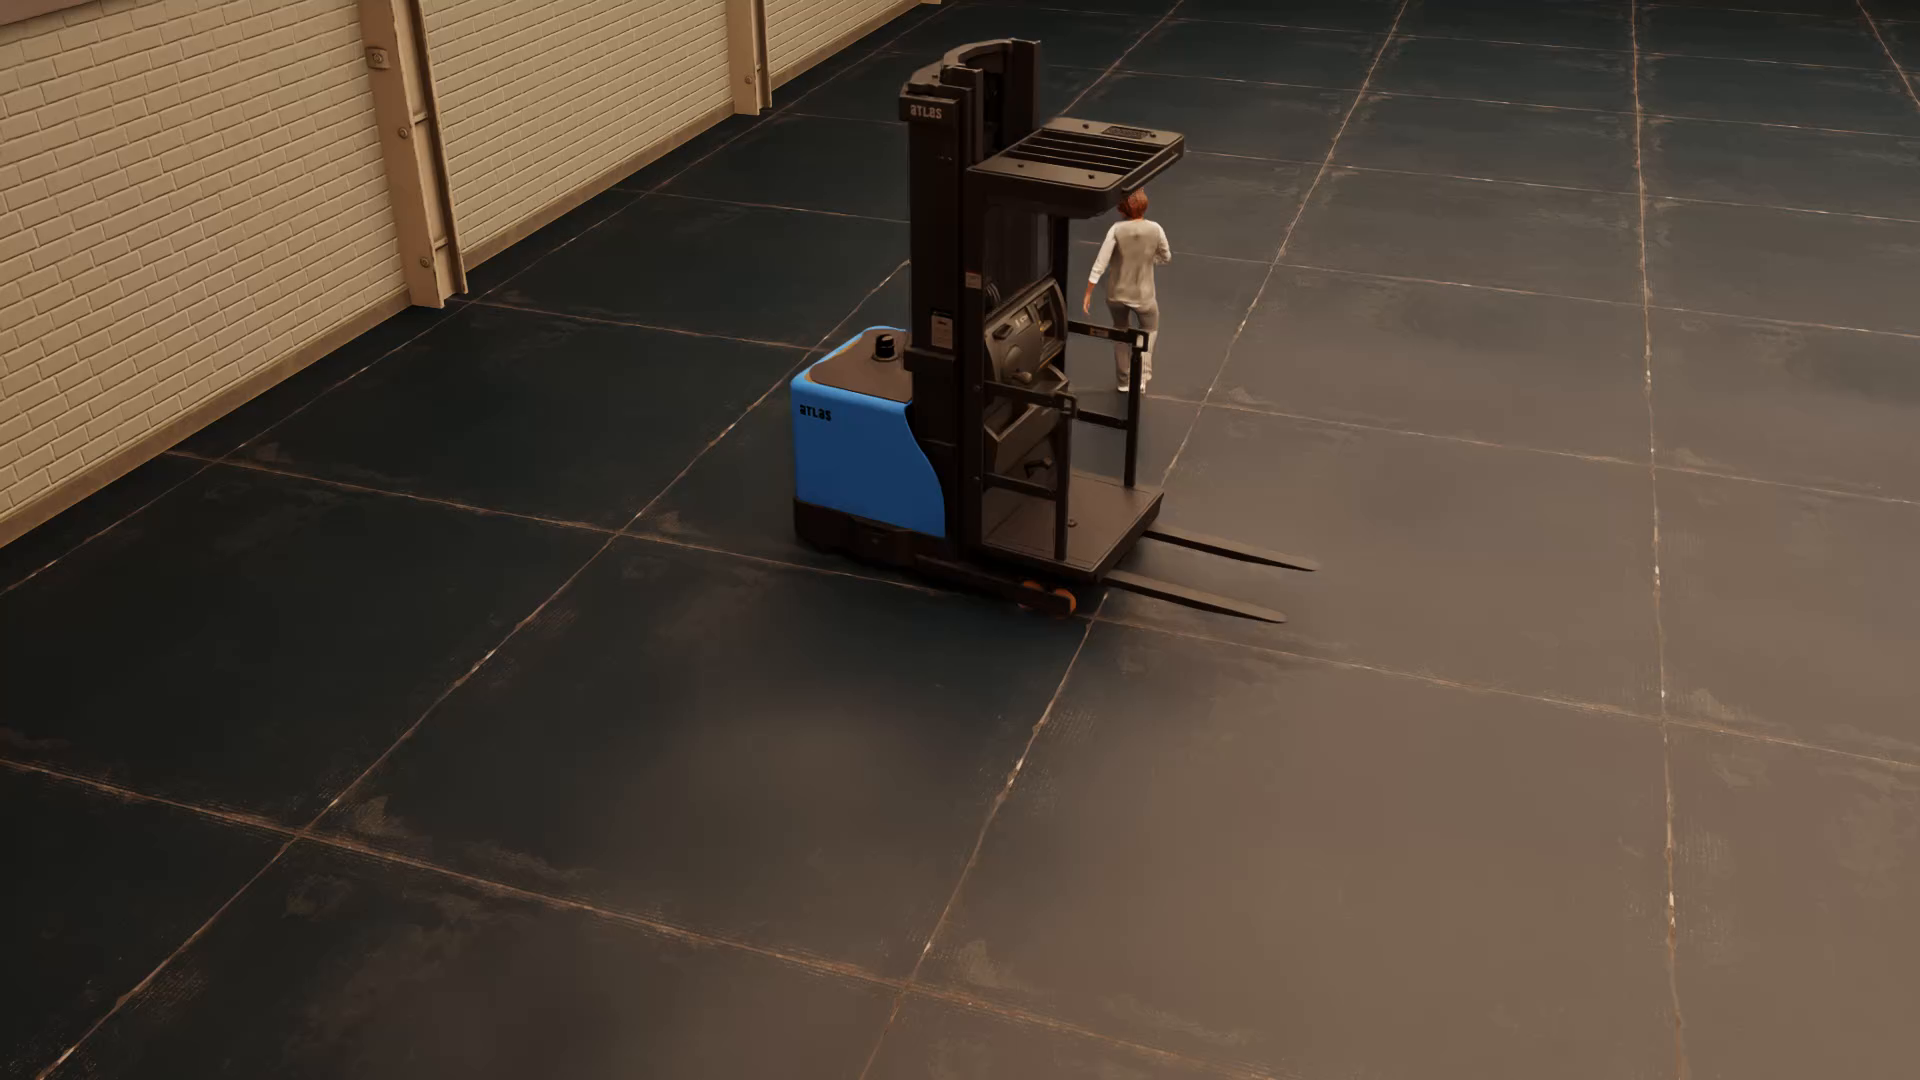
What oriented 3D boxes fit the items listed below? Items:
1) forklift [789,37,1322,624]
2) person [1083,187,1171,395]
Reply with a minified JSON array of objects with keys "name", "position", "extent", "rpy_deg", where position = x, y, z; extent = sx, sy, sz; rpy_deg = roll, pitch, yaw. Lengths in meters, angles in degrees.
[{"name":"forklift","position":[0.548,-1.133,9.123],"extent":[3.031,2.935,1.130],"rpy_deg":[15,33,24]},{"name":"person","position":[1.163,-1.715,11.566],"extent":[0.563,1.540,0.580],"rpy_deg":[6,30,11]}]
